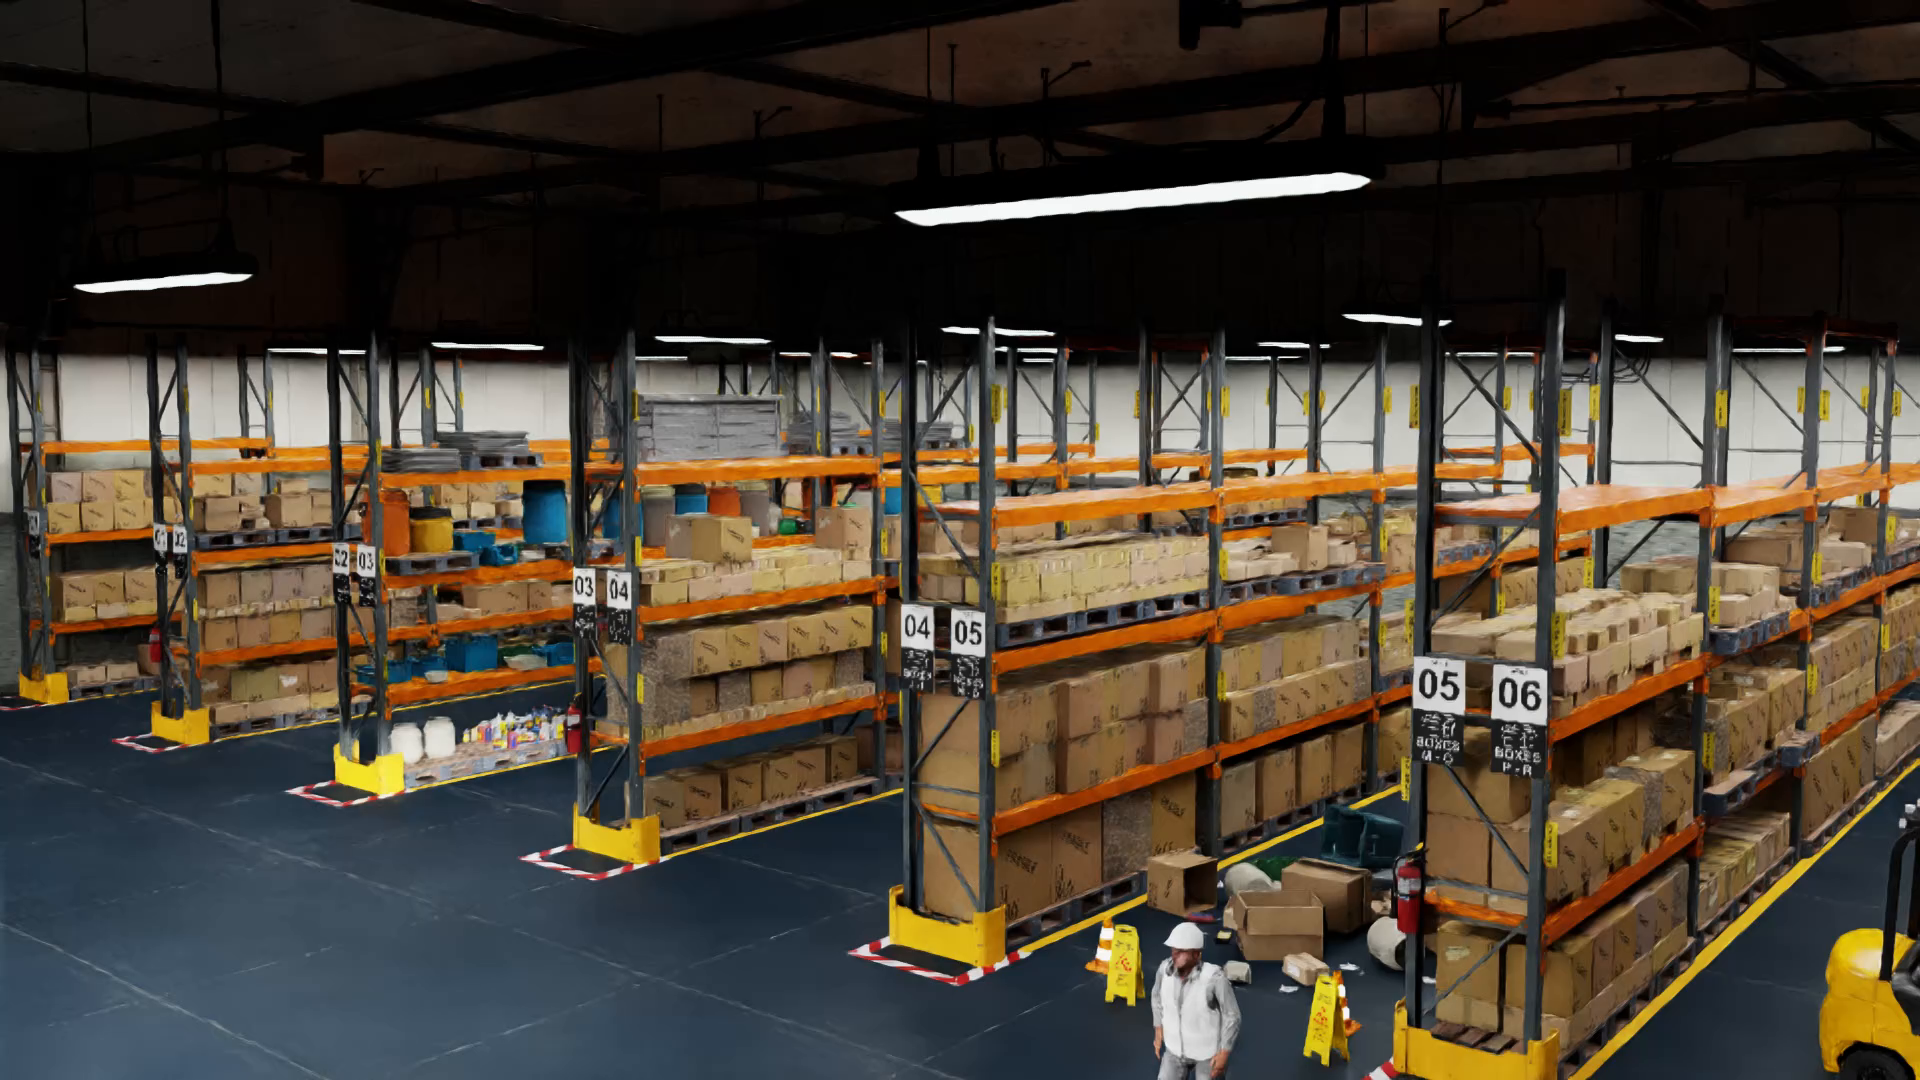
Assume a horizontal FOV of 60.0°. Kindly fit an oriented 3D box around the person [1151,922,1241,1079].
[{"bbox_3d":[1.534,3.330,10.945,0.677,1.726,0.574,4,6,38],"label":"person"}]
